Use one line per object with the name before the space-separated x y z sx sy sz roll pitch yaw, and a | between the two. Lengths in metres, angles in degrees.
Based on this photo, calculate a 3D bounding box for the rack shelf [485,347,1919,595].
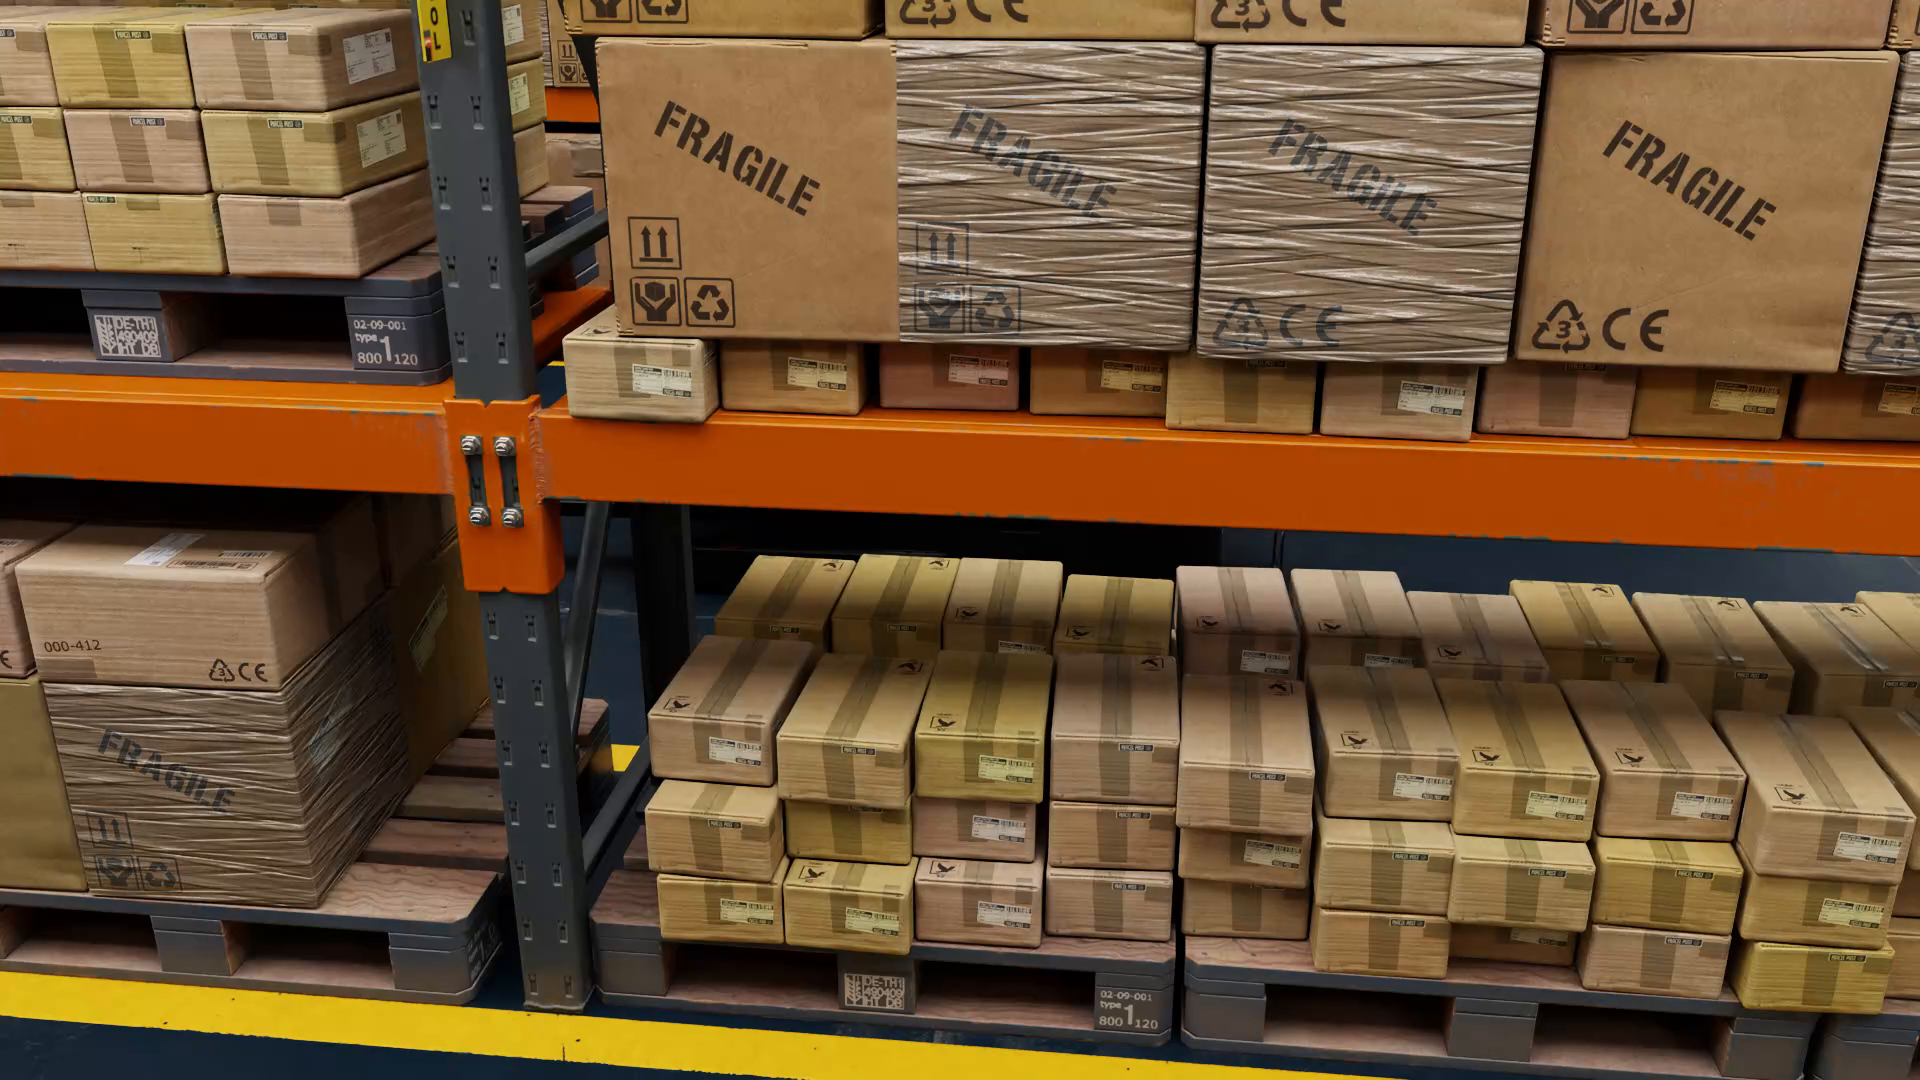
rack shelf | 1.201 -0.174 3.279 4.000 0.370 1.077 2 22 6

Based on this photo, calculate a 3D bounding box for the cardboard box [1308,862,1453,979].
cardboard box | 0.832 0.710 3.371 0.250 0.149 0.380 2 22 5

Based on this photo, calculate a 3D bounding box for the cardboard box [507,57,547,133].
cardboard box | -1.123 -0.997 3.747 0.250 0.149 0.380 3 22 7

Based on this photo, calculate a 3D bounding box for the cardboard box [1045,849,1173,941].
cardboard box | 0.313 0.664 3.486 0.250 0.149 0.380 2 22 5

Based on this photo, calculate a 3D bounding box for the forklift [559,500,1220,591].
forklift | -0.627 -1.384 5.454 3.031 2.935 1.130 2 22 5

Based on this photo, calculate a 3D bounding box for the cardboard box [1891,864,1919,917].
cardboard box | 1.858 0.580 3.294 0.250 0.149 0.380 2 22 6

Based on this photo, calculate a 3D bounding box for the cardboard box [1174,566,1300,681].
cardboard box | 0.633 0.202 3.847 0.250 0.149 0.380 1 22 4

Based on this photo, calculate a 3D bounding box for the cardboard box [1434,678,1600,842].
cardboard box | 1.081 0.426 3.279 0.250 0.149 0.380 3 22 7

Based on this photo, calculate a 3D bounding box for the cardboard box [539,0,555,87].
cardboard box | -2.105 -2.436 7.886 0.500 0.500 0.500 3 22 6

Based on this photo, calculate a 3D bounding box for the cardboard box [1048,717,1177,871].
cardboard box | 0.313 0.518 3.452 0.250 0.149 0.380 1 22 4

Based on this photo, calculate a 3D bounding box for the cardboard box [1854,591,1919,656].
cardboard box | 2.183 0.259 3.701 0.250 0.149 0.380 2 22 6

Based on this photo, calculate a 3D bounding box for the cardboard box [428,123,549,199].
cardboard box | -1.123 -0.859 3.802 0.250 0.149 0.380 1 22 4

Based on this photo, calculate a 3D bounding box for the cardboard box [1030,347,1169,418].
cardboard box | 0.263 -0.356 3.103 0.250 0.149 0.380 2 22 4

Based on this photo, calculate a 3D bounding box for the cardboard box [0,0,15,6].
cardboard box | -2.156 -1.180 3.805 0.250 0.149 0.380 2 22 6

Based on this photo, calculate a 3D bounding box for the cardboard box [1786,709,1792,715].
cardboard box | 1.936 0.392 3.770 0.250 0.149 0.380 3 22 8

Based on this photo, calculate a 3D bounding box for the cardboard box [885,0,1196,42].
cardboard box | 0.150 -1.120 2.791 0.500 0.500 0.500 2 22 5

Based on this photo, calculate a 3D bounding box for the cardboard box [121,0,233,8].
cardboard box | -1.654 -1.157 3.748 0.250 0.149 0.380 3 22 7

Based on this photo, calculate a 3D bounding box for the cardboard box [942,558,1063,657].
cardboard box | 0.105 0.184 3.892 0.250 0.149 0.380 2 22 6

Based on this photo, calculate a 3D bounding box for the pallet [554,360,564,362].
pallet | -2.091 -1.163 8.593 1.213 0.211 1.003 2 22 6

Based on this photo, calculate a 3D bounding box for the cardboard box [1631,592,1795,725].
cardboard box | 1.653 0.263 3.691 0.250 0.149 0.380 3 22 8

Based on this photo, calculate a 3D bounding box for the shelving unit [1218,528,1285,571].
shelving unit | 0.967 -0.296 5.464 0.210 0.900 0.258 2 22 5

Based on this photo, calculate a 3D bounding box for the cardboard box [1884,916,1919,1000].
cardboard box | 1.873 0.739 3.297 0.250 0.149 0.380 3 22 7

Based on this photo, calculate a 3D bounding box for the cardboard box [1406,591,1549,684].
cardboard box | 1.136 0.259 3.701 0.250 0.149 0.380 3 22 6

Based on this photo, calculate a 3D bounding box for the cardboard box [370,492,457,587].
cardboard box | -1.488 -0.105 3.935 0.500 0.250 0.500 2 22 4

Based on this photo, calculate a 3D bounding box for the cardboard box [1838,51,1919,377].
cardboard box | 1.695 -0.575 2.774 0.500 0.500 0.500 3 22 6

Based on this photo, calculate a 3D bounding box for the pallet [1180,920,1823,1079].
pallet | 1.101 0.770 3.706 1.213 0.211 1.003 2 22 6

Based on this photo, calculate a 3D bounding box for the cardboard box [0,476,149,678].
cardboard box | -2.064 0.056 3.526 0.500 0.250 0.500 4 22 9

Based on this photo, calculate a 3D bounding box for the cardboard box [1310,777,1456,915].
cardboard box | 0.826 0.572 3.314 0.250 0.149 0.380 2 22 6

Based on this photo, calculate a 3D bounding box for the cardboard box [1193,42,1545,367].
cardboard box | 0.665 -0.613 2.869 0.500 0.500 0.500 2 22 5

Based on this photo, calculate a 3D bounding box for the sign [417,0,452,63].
sign | -0.847 -0.931 2.639 0.005 0.325 0.100 2 22 6

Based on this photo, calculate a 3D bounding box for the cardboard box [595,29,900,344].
cardboard box | -0.323 -0.667 3.005 0.500 0.500 0.500 2 22 5

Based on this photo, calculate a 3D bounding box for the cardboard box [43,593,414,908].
cardboard box | -1.550 0.432 3.596 0.500 0.500 0.500 2 22 5

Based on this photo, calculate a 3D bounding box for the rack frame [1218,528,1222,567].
rack frame | 0.866 -0.299 5.472 0.006 0.900 0.240 2 22 5

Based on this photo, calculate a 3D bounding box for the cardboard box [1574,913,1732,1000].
cardboard box | 1.344 0.732 3.316 0.250 0.149 0.380 3 22 7

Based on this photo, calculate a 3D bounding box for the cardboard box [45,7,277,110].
cardboard box | -1.474 -0.908 3.117 0.250 0.149 0.380 2 22 5

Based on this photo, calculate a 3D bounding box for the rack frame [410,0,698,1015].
rack frame | -0.785 -0.595 3.365 0.127 3.000 1.000 2 22 6

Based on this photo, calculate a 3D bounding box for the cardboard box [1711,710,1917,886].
cardboard box | 1.593 0.479 3.145 0.250 0.149 0.380 3 22 8

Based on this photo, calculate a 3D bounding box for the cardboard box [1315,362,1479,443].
cardboard box | 0.771 -0.307 2.979 0.250 0.149 0.380 3 22 9

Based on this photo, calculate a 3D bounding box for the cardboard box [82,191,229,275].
cardboard box | -1.461 -0.629 3.223 0.250 0.149 0.380 3 22 7

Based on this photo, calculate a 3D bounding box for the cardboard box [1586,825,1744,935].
cardboard box | 1.345 0.594 3.259 0.250 0.149 0.380 4 22 9

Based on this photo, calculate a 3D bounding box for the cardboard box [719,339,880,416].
cardboard box | -0.277 -0.363 3.119 0.250 0.149 0.380 3 22 8

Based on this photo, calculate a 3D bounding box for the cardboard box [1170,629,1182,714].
cardboard box | 0.596 0.357 3.858 0.250 0.149 0.380 3 22 8

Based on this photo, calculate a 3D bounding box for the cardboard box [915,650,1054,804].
cardboard box | 0.056 0.376 3.407 0.250 0.149 0.380 2 22 6

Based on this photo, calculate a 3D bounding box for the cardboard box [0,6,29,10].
cardboard box | -1.991 -0.931 3.176 0.250 0.149 0.380 2 22 6

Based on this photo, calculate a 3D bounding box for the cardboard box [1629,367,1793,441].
cardboard box | 1.296 -0.310 2.985 0.250 0.149 0.380 3 22 7

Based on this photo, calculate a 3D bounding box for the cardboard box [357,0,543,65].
cardboard box | -1.123 -1.135 3.693 0.250 0.149 0.380 4 22 9

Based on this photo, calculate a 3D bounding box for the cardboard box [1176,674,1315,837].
cardboard box | 0.561 0.420 3.296 0.250 0.149 0.380 3 22 7

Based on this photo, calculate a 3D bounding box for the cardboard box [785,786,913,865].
cardboard box | -0.201 0.508 3.477 0.250 0.149 0.380 3 22 7

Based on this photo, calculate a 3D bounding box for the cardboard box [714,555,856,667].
cardboard box | -0.401 0.179 3.904 0.250 0.149 0.380 3 22 8

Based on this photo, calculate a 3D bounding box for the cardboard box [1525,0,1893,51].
cardboard box | 1.157 -1.064 2.650 0.500 0.500 0.500 2 22 4

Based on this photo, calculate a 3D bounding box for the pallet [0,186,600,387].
pallet | -1.527 -0.592 3.619 1.213 0.211 1.003 2 22 6

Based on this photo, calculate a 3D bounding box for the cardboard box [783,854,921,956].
cardboard box | -0.197 0.680 3.446 0.250 0.149 0.380 3 22 8

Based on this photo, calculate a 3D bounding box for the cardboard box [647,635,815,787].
cardboard box | -0.468 0.349 3.474 0.250 0.149 0.380 3 22 8

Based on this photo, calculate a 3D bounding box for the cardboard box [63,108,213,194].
cardboard box | -1.466 -0.768 3.168 0.250 0.149 0.380 3 22 7
